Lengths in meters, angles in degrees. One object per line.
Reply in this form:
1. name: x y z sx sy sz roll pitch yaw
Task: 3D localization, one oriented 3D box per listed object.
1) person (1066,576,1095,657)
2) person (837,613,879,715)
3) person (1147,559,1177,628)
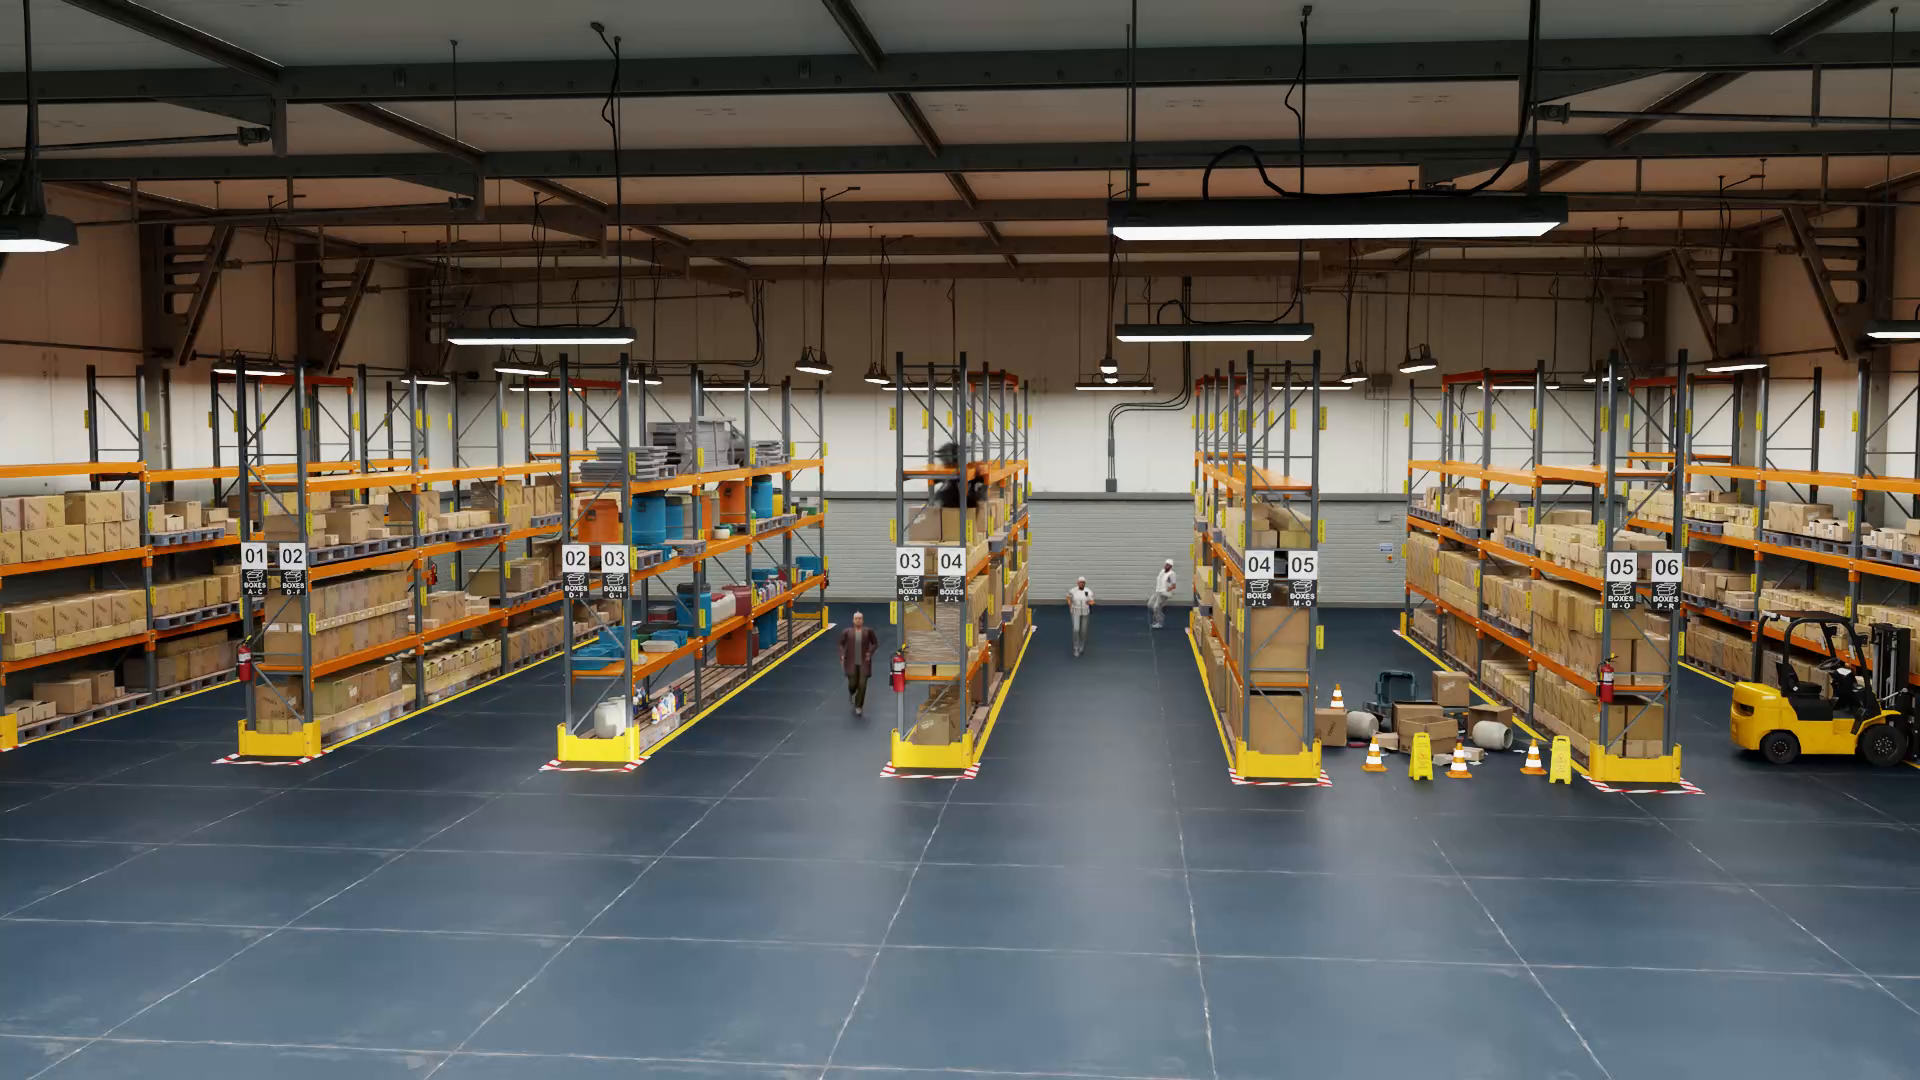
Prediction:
1. person: 2.600 1.643 35.756 0.587 1.731 0.755 0 4 -3
2. person: -1.753 2.113 28.614 0.709 1.737 0.640 0 4 -5
3. person: 4.849 1.296 40.136 0.552 1.695 0.753 -2 4 -20
